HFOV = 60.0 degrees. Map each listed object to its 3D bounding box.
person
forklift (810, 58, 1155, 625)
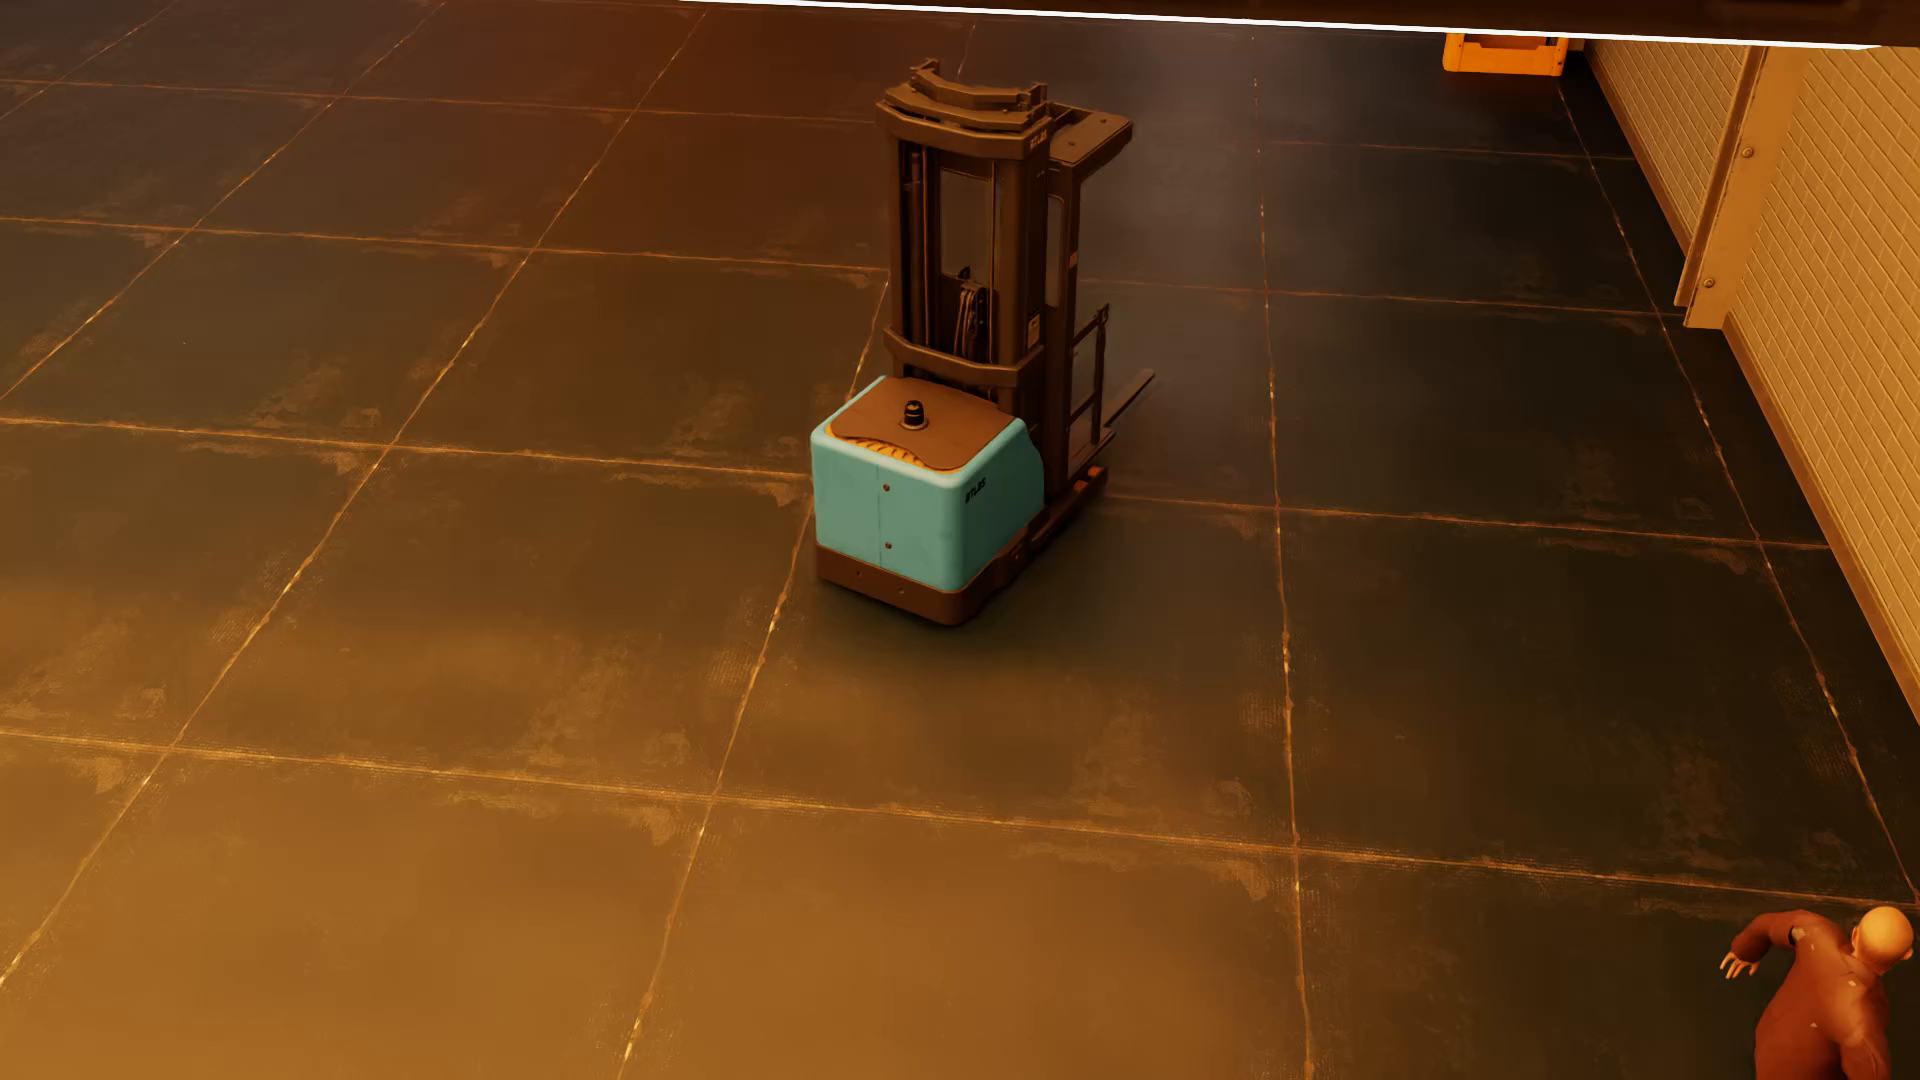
[{"bbox_3d":[3.303,1.993,6.388,0.703,1.695,0.818,12,38,15],"label":"person"},{"bbox_3d":[0.311,-1.531,10.106,1.130,2.935,3.031,20,41,25],"label":"forklift"}]
